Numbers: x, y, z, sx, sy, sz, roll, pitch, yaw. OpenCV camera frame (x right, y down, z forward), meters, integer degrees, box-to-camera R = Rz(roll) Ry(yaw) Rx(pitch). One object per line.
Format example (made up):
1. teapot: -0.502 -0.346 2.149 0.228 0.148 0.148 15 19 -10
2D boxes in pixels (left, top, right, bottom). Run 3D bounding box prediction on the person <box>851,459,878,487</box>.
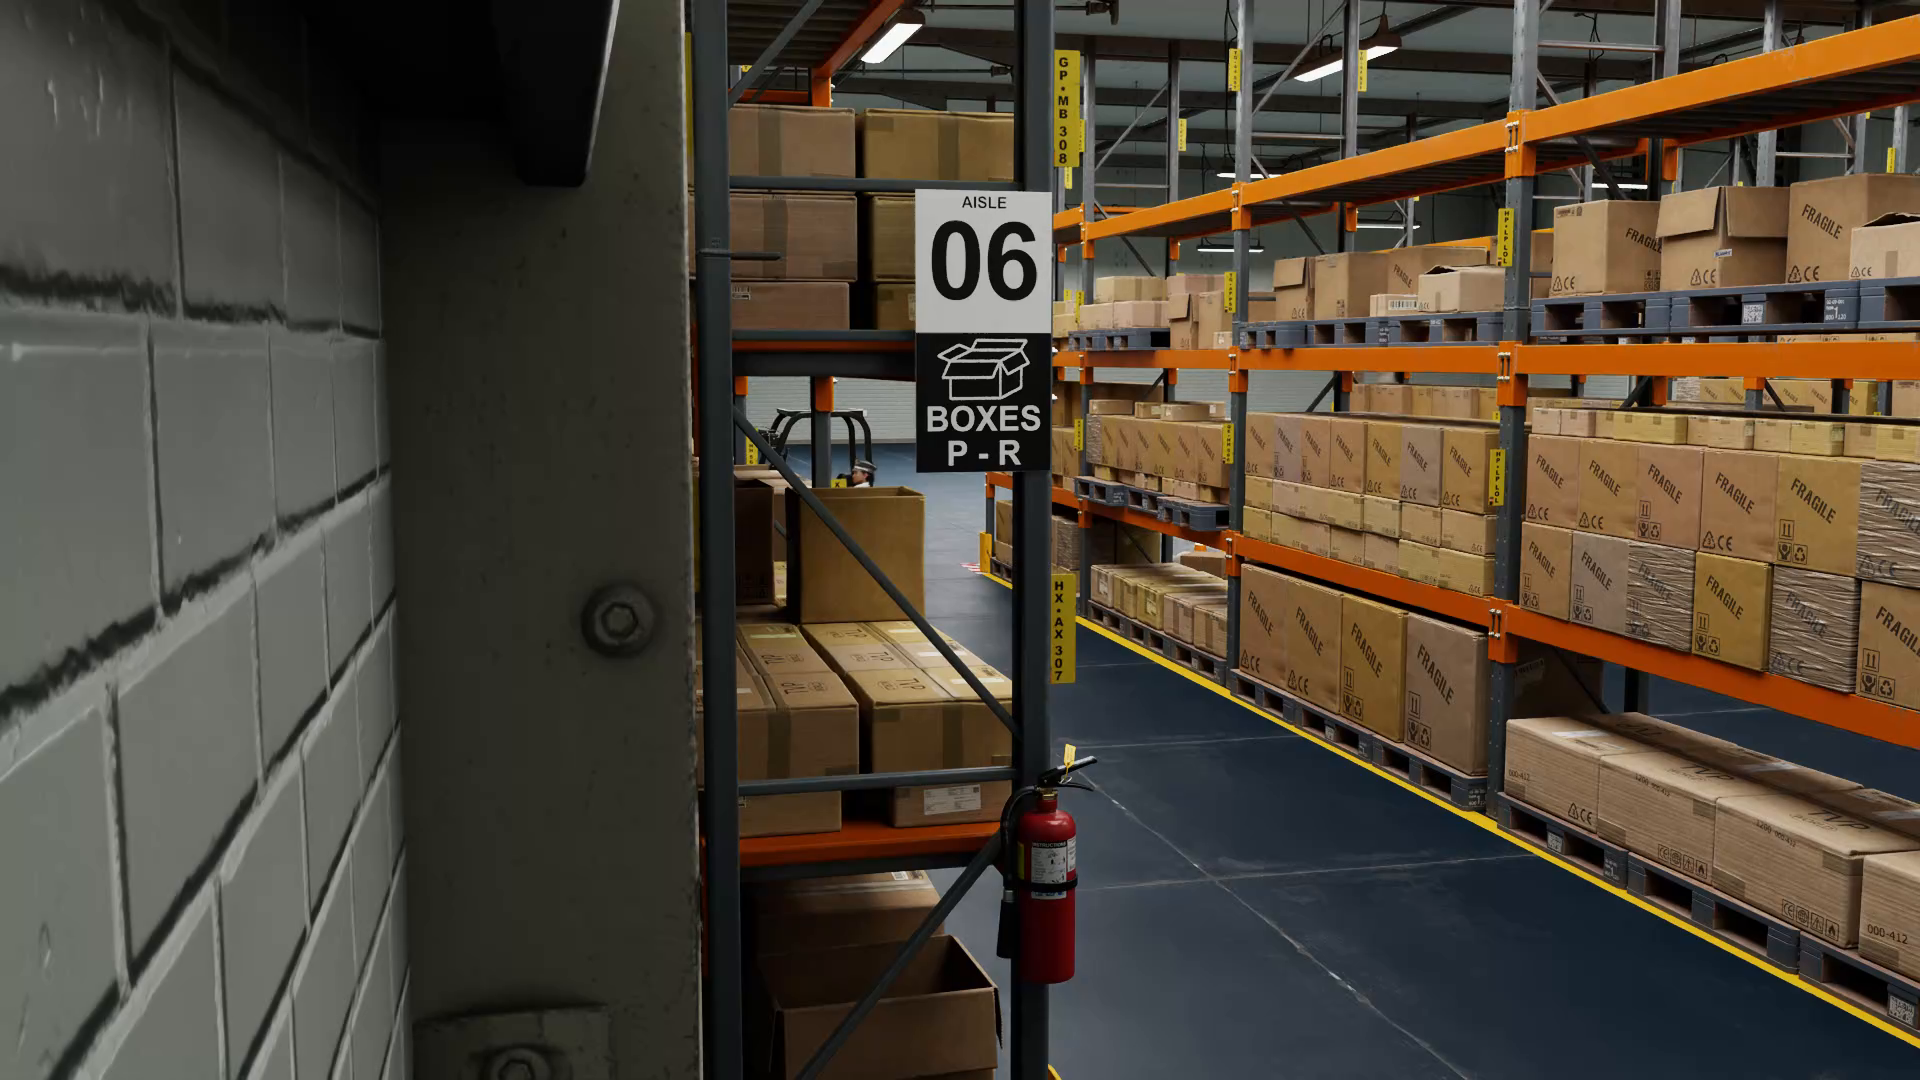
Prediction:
1. person: -1.132 -0.012 17.506 0.530 1.691 0.446 -2 6 -14
